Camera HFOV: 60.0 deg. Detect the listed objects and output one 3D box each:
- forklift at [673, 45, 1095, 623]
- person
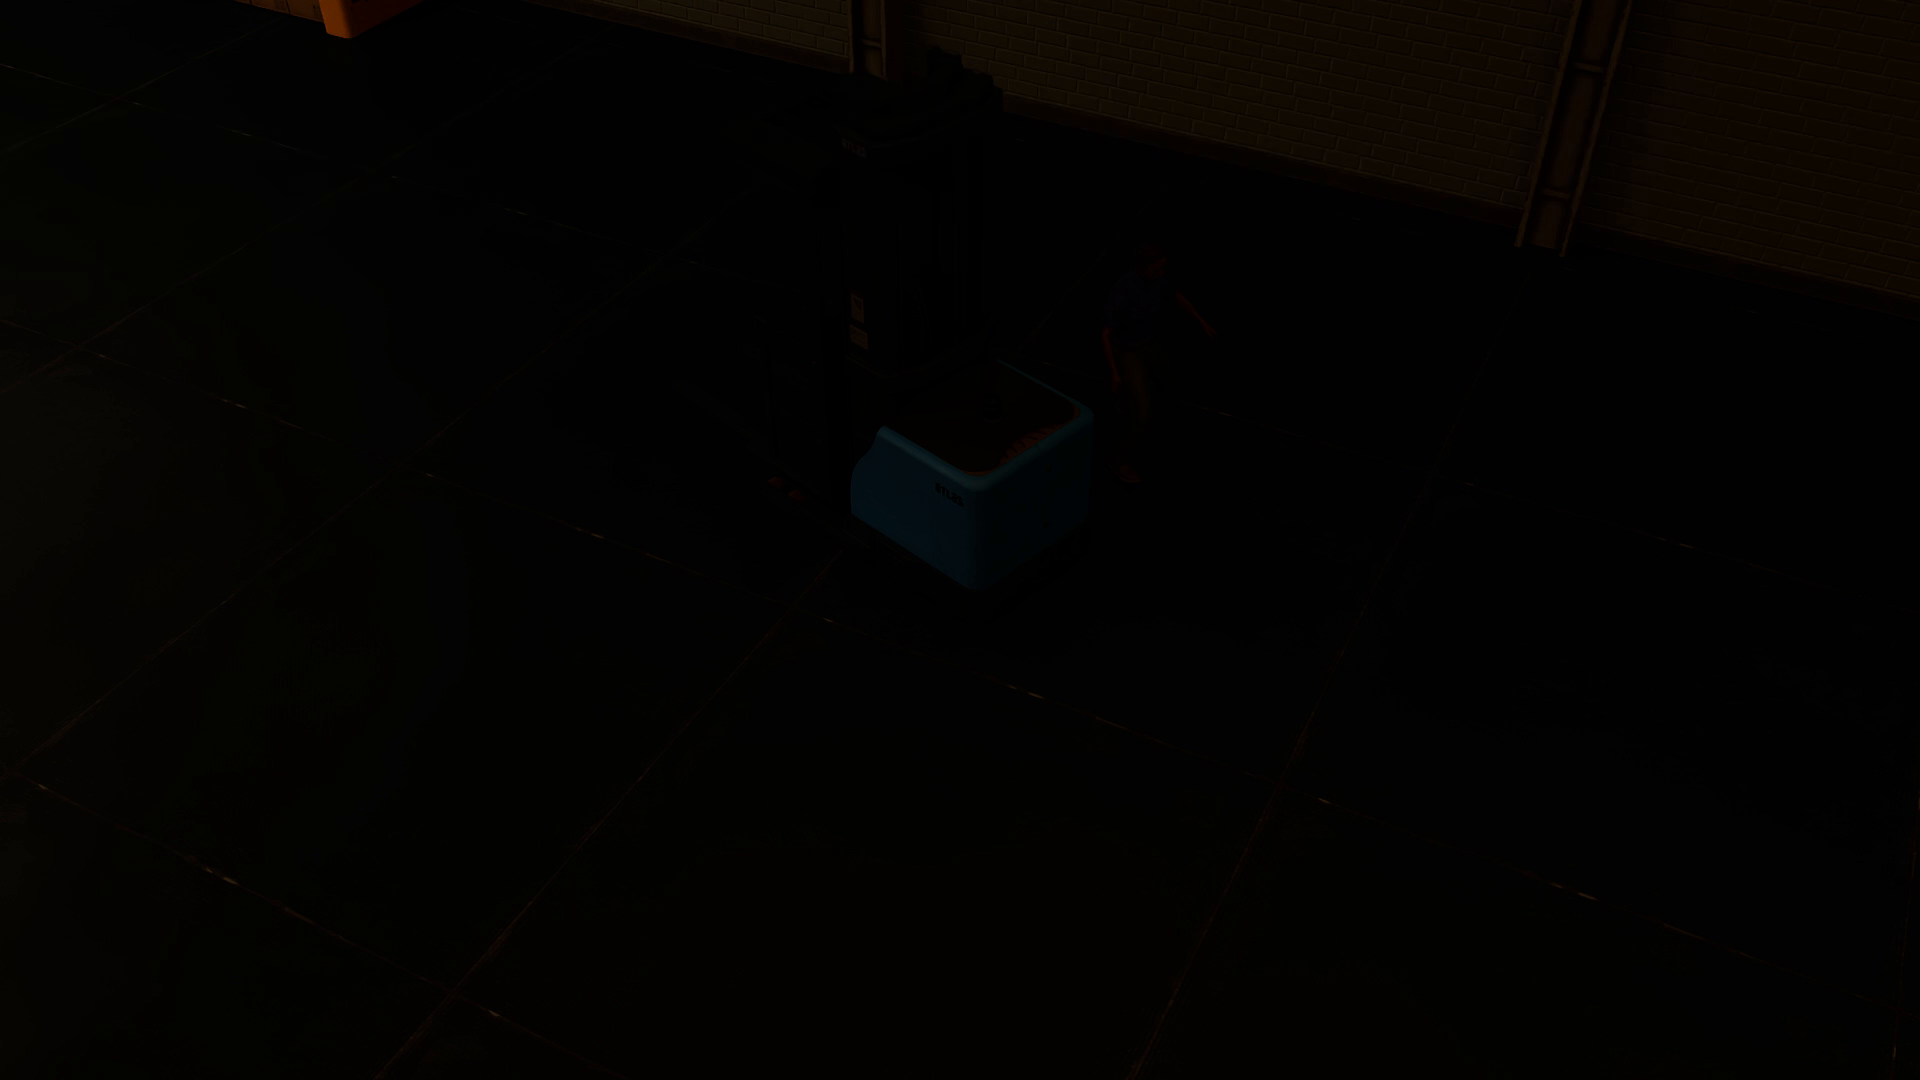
[{"bbox_3d":[-0.619,-1.481,9.745,3.031,2.935,1.130,32,50,32],"label":"forklift"},{"bbox_3d":[1.168,-1.213,10.557,0.689,1.532,0.896,32,50,32],"label":"person"}]
